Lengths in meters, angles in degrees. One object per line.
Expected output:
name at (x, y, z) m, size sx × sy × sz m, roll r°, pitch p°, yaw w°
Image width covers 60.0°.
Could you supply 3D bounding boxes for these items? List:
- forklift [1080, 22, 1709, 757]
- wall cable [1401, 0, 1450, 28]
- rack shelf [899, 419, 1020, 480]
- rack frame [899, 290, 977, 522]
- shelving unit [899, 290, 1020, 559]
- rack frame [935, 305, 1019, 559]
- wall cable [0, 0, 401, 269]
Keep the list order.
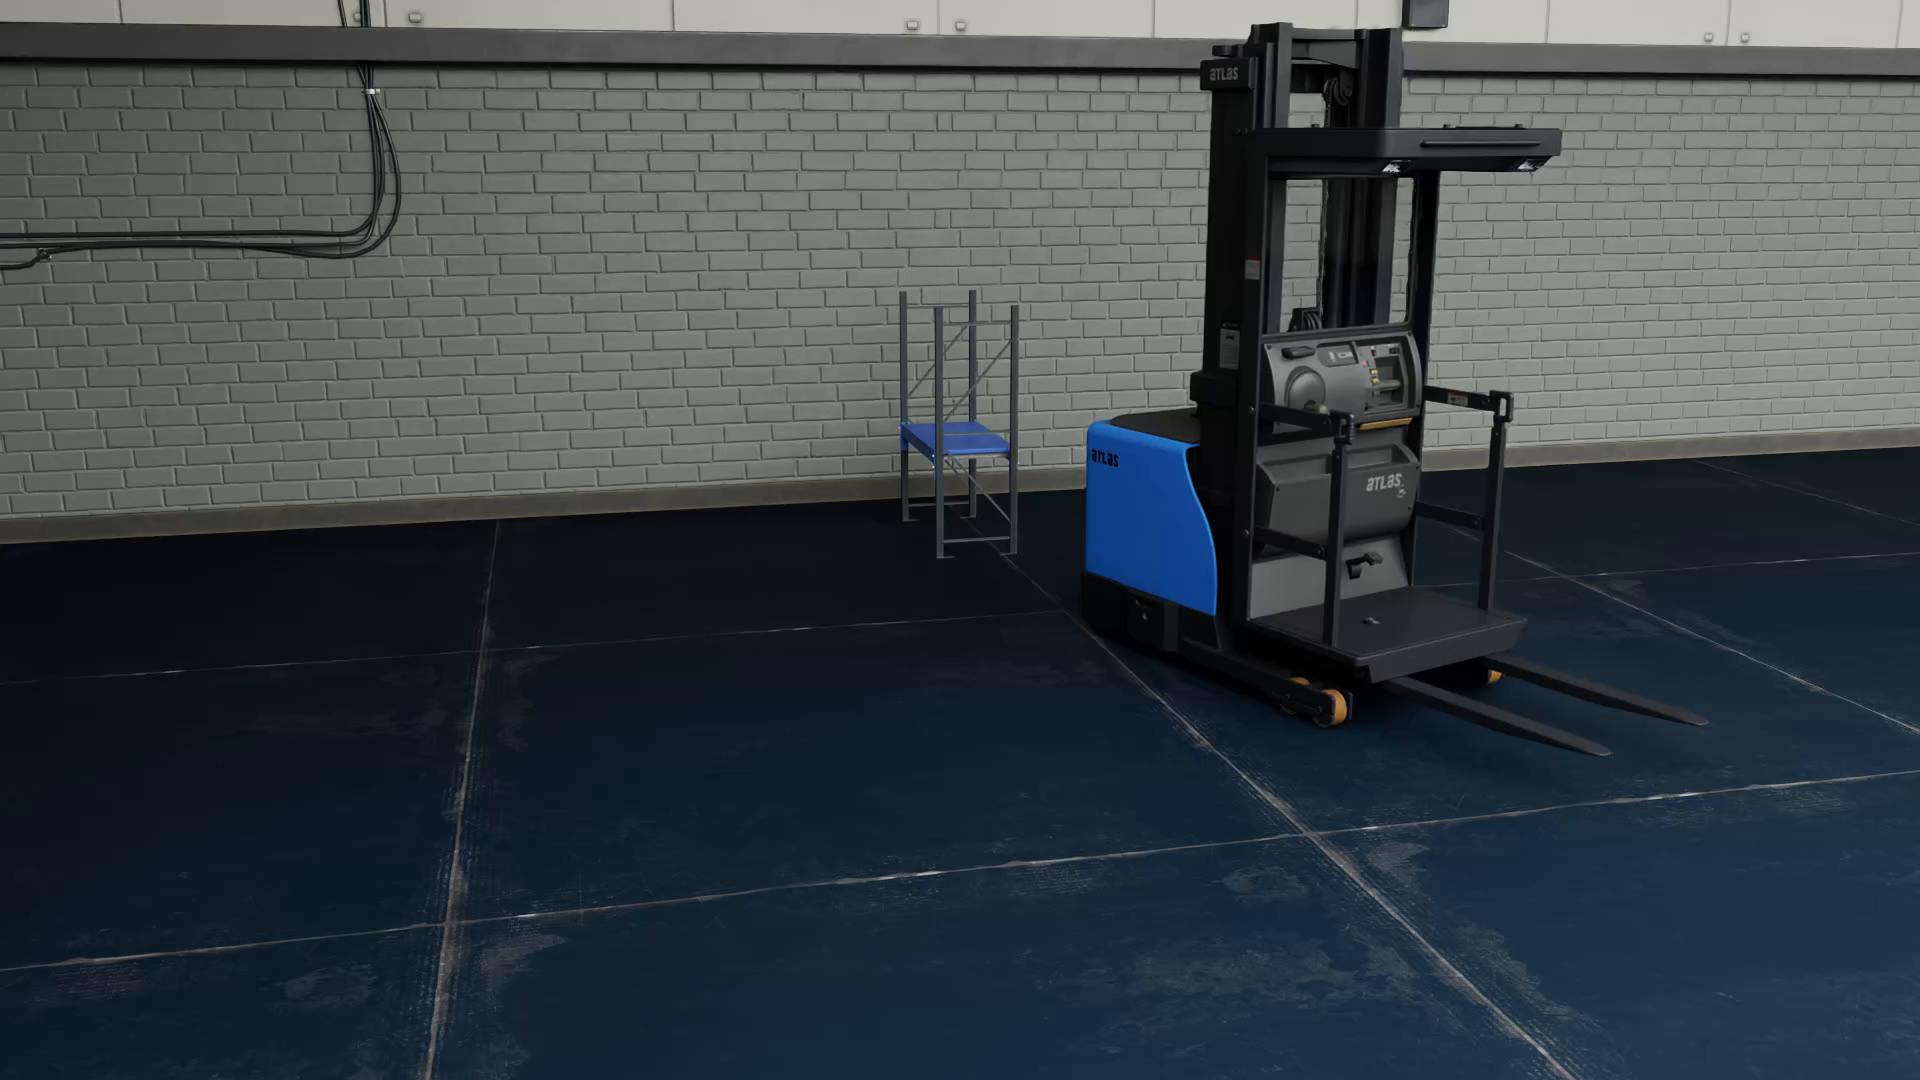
forklift at (1.846, -0.747, 7.309) m, size 1.130 × 2.935 × 3.031 m, roll -9°, pitch 16°, yaw -32°
wall cable at (4.245, -6.572, 11.200) m, size 2.305 × 6.003 × 0.169 m, roll -3°, pitch 14°, yaw -13°
rack shelf at (-0.020, -0.574, 10.372) m, size 0.538 × 0.185 × 1.000 m, roll -3°, pitch 14°, yaw -13°
rack frame at (-0.139, -0.866, 10.810) m, size 0.500 × 1.500 × 0.032 m, roll -3°, pitch 14°, yaw -13°
shelving unit at (-0.020, -0.748, 10.330) m, size 0.538 × 1.500 × 1.048 m, roll -3°, pitch 14°, yaw -13°
rack frame at (0.099, -0.631, 9.850) m, size 0.500 × 1.500 × 0.032 m, roll -3°, pitch 14°, yaw -13°
wall cable at (-4.987, -2.886, 9.821) m, size 3.097 × 2.526 × 0.112 m, roll -3°, pitch 14°, yaw -13°
